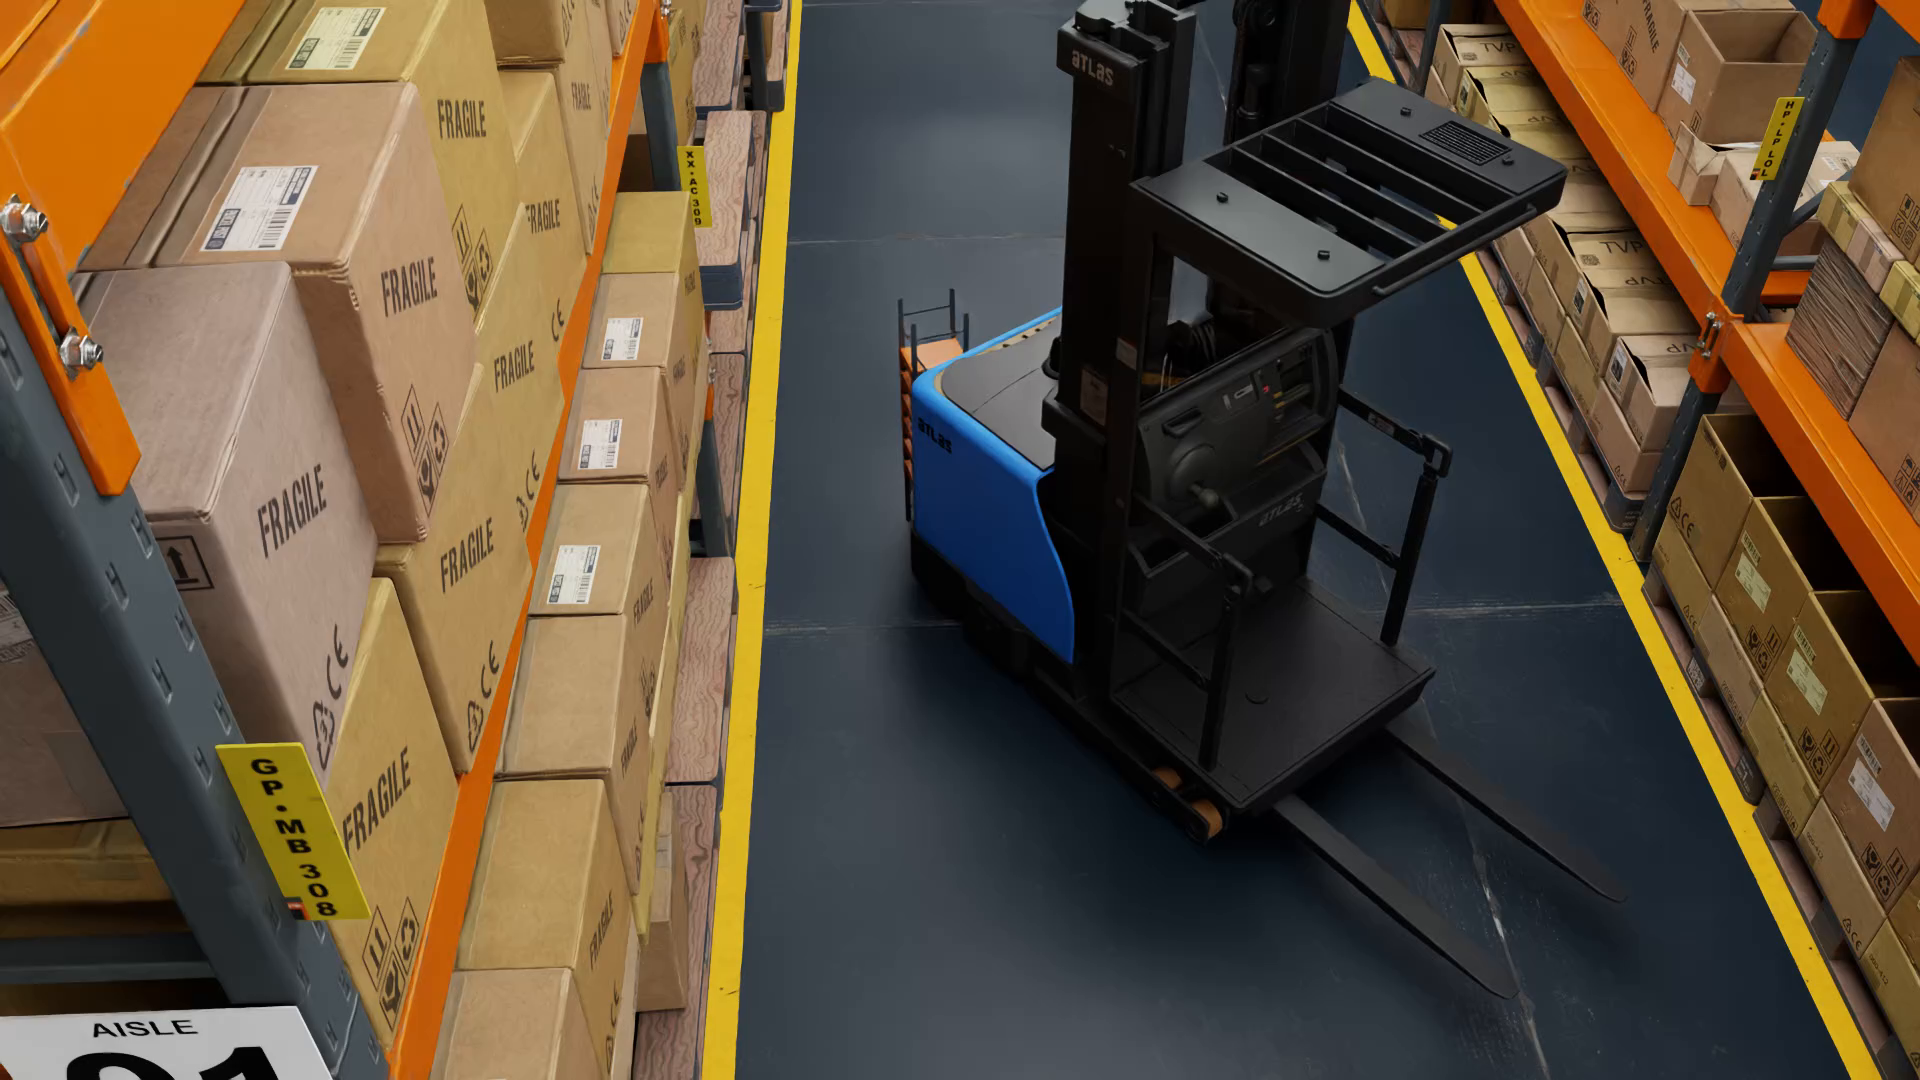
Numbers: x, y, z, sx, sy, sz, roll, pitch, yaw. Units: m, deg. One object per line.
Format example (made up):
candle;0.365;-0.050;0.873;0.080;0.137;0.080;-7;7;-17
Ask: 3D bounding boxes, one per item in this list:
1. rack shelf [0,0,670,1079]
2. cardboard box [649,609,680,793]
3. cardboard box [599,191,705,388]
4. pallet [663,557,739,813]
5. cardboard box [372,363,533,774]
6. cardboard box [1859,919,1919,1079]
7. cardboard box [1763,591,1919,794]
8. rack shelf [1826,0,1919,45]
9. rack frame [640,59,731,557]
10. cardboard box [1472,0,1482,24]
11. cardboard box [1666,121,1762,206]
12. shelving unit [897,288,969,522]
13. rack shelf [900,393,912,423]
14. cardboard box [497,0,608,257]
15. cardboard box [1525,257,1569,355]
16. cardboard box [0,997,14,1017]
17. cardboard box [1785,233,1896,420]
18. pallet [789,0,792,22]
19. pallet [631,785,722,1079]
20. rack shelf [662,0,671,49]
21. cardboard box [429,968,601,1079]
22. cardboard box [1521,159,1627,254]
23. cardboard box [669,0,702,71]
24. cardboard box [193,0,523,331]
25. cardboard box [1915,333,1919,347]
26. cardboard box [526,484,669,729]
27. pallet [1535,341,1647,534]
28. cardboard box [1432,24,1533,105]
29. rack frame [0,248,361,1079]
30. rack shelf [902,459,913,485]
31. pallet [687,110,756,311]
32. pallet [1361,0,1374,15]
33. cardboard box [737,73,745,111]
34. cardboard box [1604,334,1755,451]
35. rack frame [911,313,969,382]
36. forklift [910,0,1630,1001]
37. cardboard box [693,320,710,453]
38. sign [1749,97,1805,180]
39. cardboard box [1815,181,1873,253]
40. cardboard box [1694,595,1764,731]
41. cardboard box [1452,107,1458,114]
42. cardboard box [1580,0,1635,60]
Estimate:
rack shelf;-1.401;-0.402;3.930;1.077;0.370;4.000;-2;43;-2
cardboard box;-1.091;0.463;4.771;0.500;0.250;0.500;-1;43;-1
cardboard box;-1.157;-0.829;5.626;0.500;0.500;0.500;-2;43;-2
pallet;-1.422;0.569;6.623;1.003;0.211;1.213;-2;43;-2
cardboard box;-1.068;0.043;2.825;0.500;0.500;0.500;1;43;1
cardboard box;3.259;1.475;5.295;0.500;0.250;0.500;-2;43;-2
cardboard box;3.212;0.524;5.778;0.500;0.500;0.500;-2;43;-2
rack shelf;3.548;-0.546;4.088;1.077;0.370;4.000;-2;43;-2
rack frame;-1.486;-0.911;6.174;1.000;3.000;0.127;-2;43;-2
cardboard box;3.531;-3.666;10.703;0.500;0.500;0.500;-3;43;-3
cardboard box;3.242;-1.595;7.019;0.396;0.266;0.258;-3;43;-3
shelving unit;-0.104;-0.492;7.047;0.258;1.200;0.189;-13;44;-13
rack shelf;-0.104;-0.548;6.996;0.258;0.103;0.180;-13;44;-13
cardboard box;-1.148;-1.013;3.976;0.500;0.500;0.500;-3;43;-3
cardboard box;3.114;-1.156;8.165;0.500;0.250;0.500;-1;43;-1
cardboard box;-1.587;0.365;2.473;0.500;0.500;0.500;1;43;1
cardboard box;3.488;-0.793;5.971;0.700;0.500;0.500;-3;43;-3
pallet;-1.663;-3.940;11.542;1.003;0.211;1.213;-2;43;-2
pallet;-1.368;1.395;5.722;1.003;0.211;1.213;-2;43;-2
rack shelf;-1.571;-3.102;6.876;1.077;0.370;4.000;-2;43;-2
cardboard box;-1.036;1.230;3.379;0.500;0.500;0.500;-2;43;-2
cardboard box;3.094;-1.696;8.340;0.500;0.311;0.500;-2;43;-2
cardboard box;-1.550;-2.276;7.263;0.700;0.500;0.500;4;43;4
cardboard box;-1.094;-0.682;2.875;0.500;0.500;0.500;-1;43;-1
cardboard box;3.317;-0.624;5.307;0.380;0.149;0.250;-2;43;-2
cardboard box;-1.097;0.199;4.504;0.500;0.500;0.500;0;43;0
pallet;3.393;-0.524;7.815;1.003;0.211;1.213;-2;43;-2
cardboard box;3.022;-2.742;9.481;0.500;0.311;0.500;0;43;0
rack frame;-1.316;-0.422;1.201;1.000;3.000;0.127;-2;43;-2
rack shelf;-0.101;-0.283;7.239;0.258;0.103;0.180;-13;44;-13
pallet;-1.373;-1.361;6.806;1.003;0.211;1.213;-2;43;-2
pallet;3.250;-4.055;11.667;1.003;0.211;1.213;-2;43;-2
cardboard box;-1.573;-2.368;9.287;0.700;0.500;0.500;-1;43;-1
cardboard box;3.159;-0.669;7.219;0.500;0.311;0.500;-2;43;-2
rack frame;-0.075;-0.433;6.983;0.240;1.200;0.006;-13;44;-13
forklift;1.105;-0.350;5.613;1.130;2.935;3.031;-29;50;-28
cardboard box;-1.163;-0.552;5.878;0.500;0.250;0.500;-2;43;-2
sign;2.921;-1.431;5.943;0.100;0.325;0.005;-2;43;-2
cardboard box;3.281;-1.145;5.875;0.380;0.149;0.250;-2;43;-2
cardboard box;3.196;0.462;6.399;0.500;0.250;0.500;-2;43;-2
cardboard box;3.044;-2.196;9.300;0.500;0.250;0.500;-3;43;-3
cardboard box;3.381;-2.661;8.009;0.500;0.500;0.500;-4;43;-4
